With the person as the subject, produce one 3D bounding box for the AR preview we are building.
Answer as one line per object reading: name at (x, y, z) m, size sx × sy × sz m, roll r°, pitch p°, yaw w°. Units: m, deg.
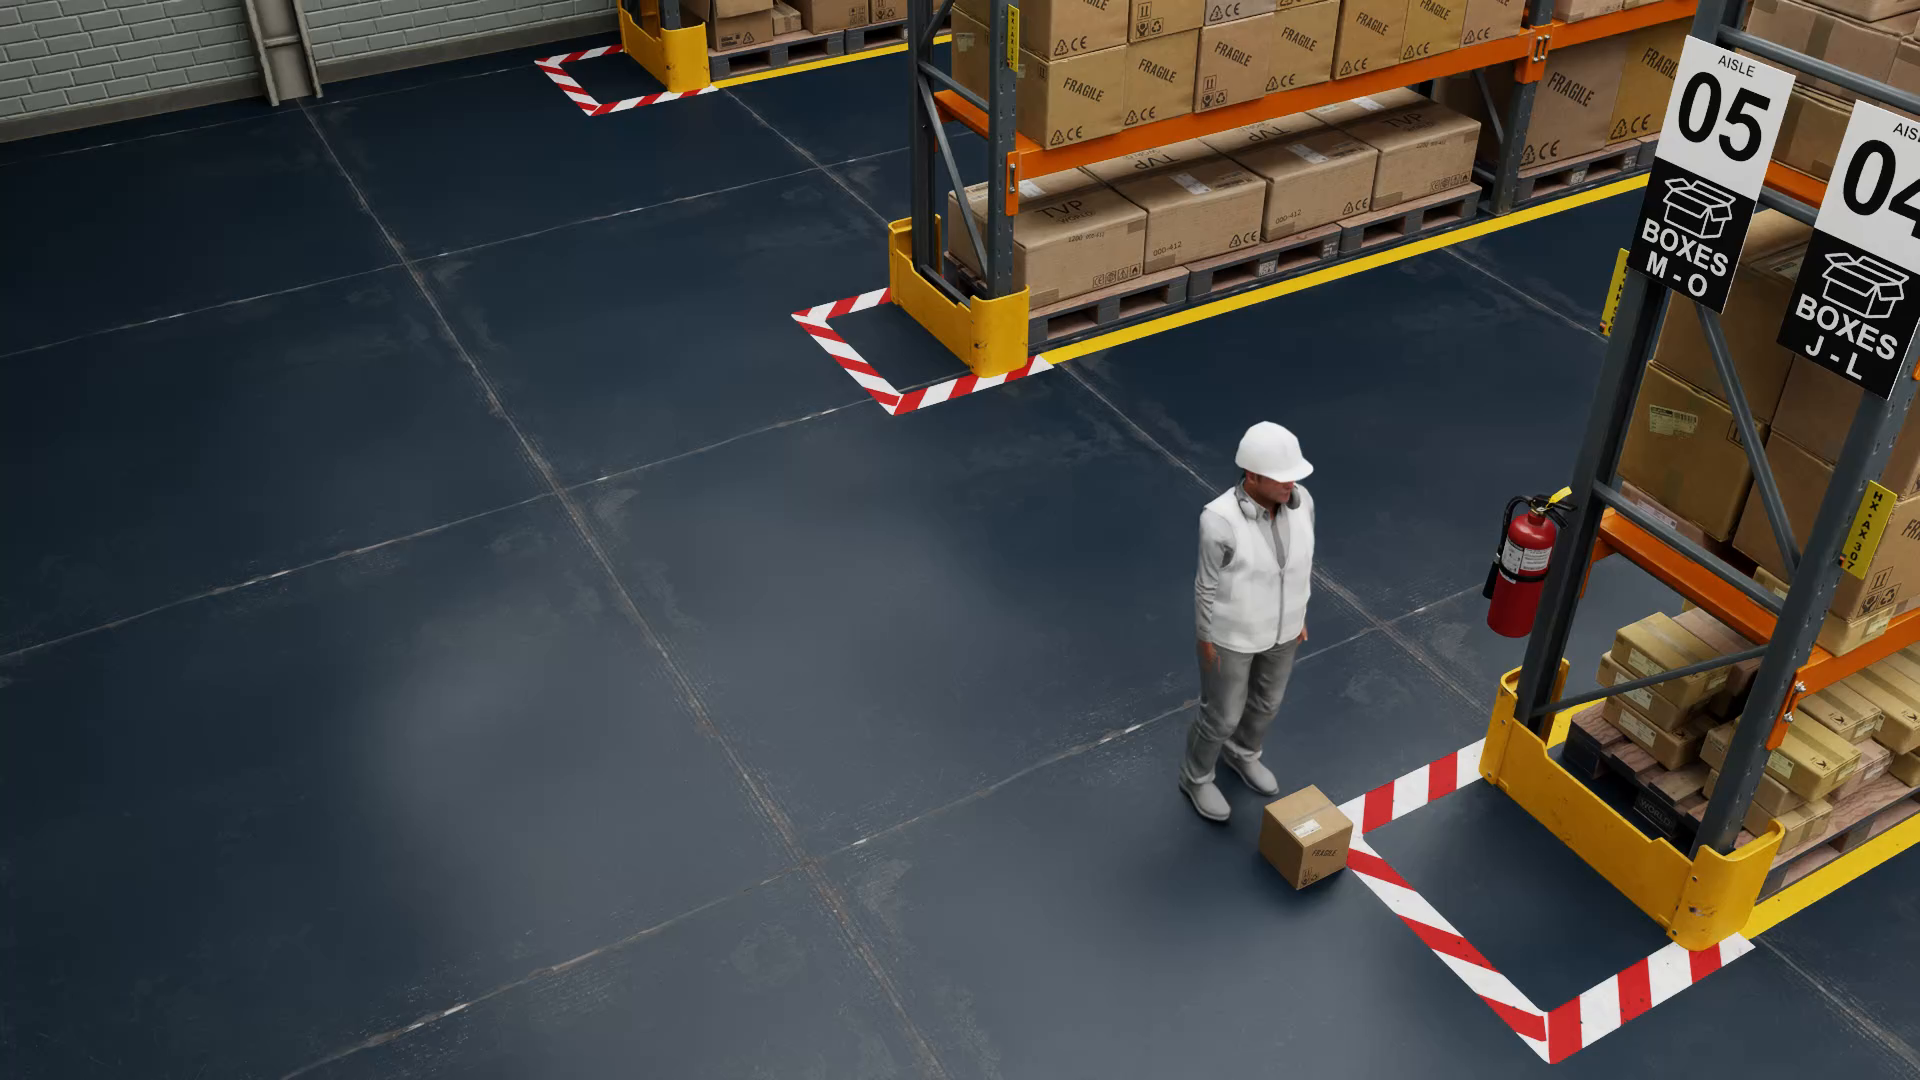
person at (1.141, 0.324, 6.479) m, size 0.531 × 1.774 × 0.359 m, roll -18°, pitch 40°, yaw -23°
